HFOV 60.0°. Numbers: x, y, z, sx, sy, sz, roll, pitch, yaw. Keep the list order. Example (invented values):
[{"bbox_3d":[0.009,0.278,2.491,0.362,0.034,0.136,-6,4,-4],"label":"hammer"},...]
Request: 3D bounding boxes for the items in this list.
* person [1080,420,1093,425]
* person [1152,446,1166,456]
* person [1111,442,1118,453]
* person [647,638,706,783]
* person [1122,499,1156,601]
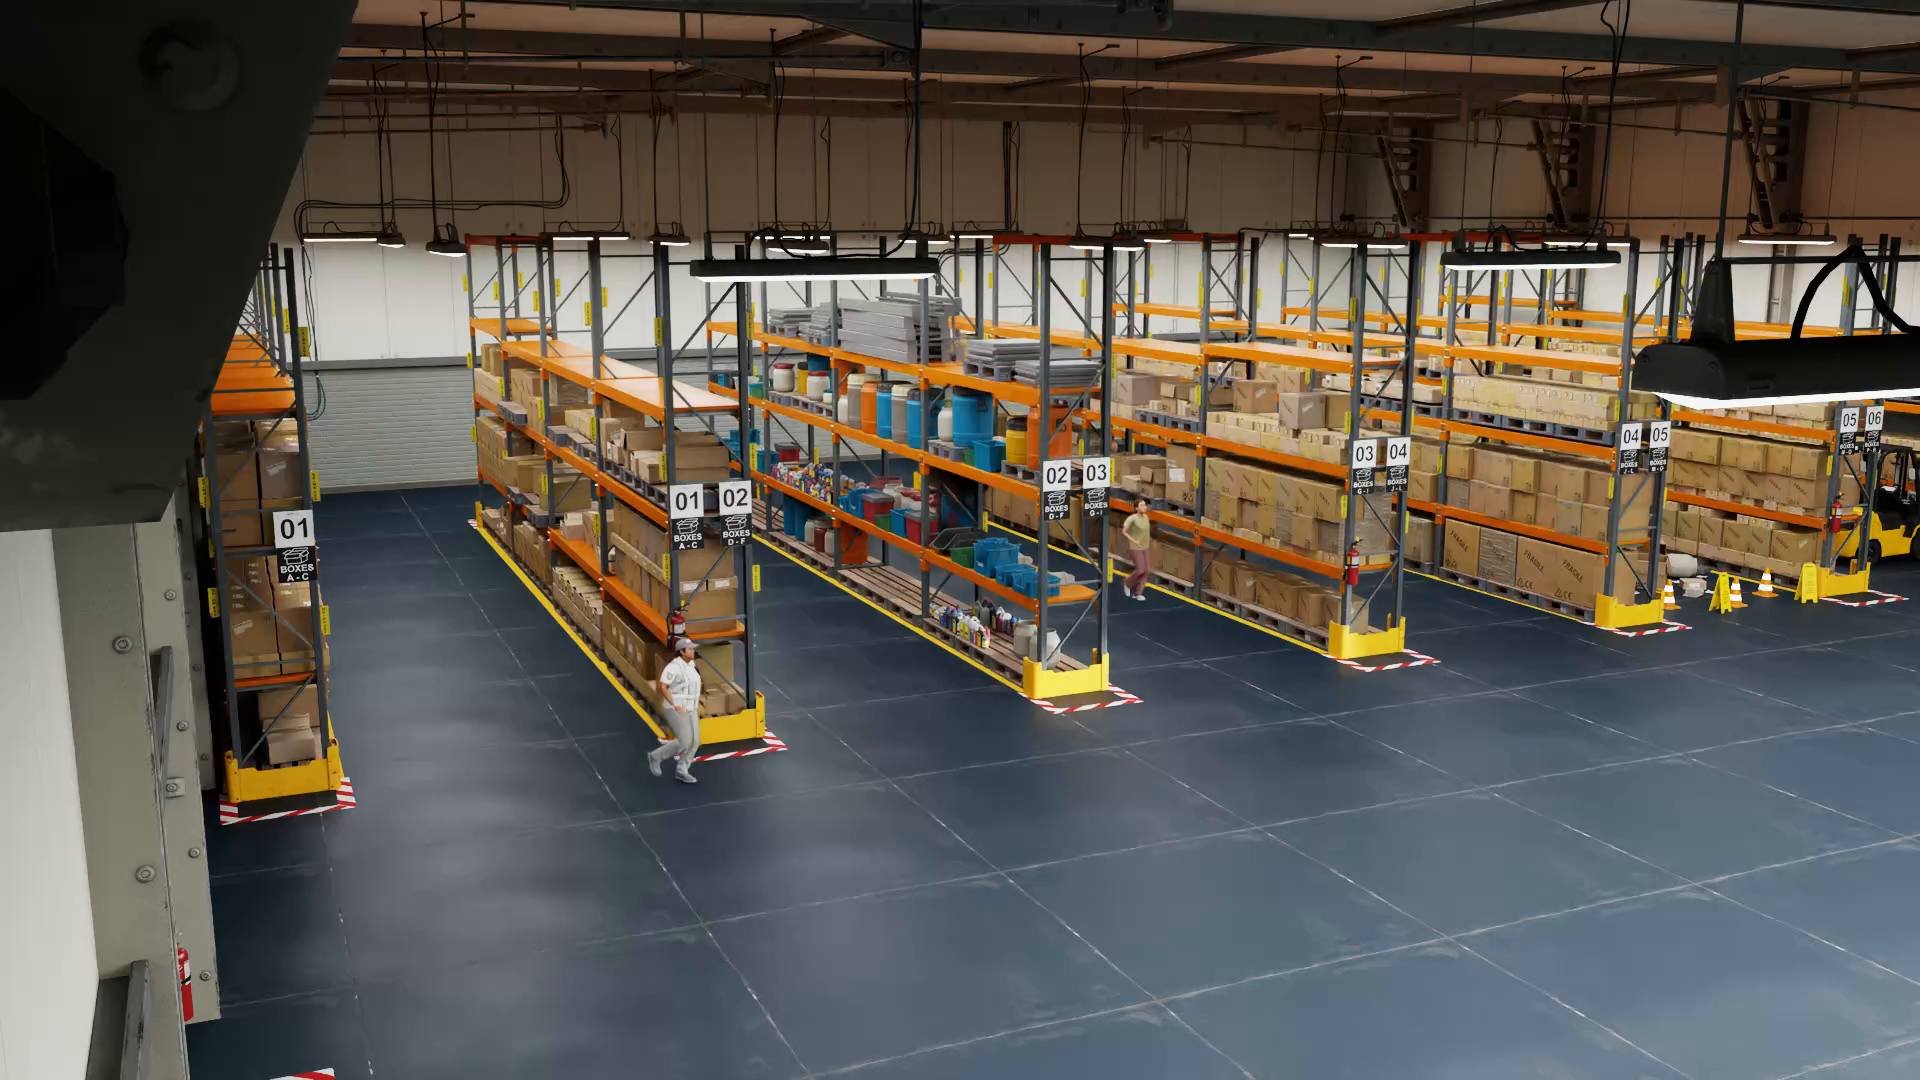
[{"bbox_3d":[3.044,-2.372,41.081,0.599,1.618,0.499,9,14,38],"label":"person"},{"bbox_3d":[5.033,-2.501,41.469,0.678,1.810,0.769,8,14,36],"label":"person"},{"bbox_3d":[3.249,-1.224,35.036,0.651,1.682,0.568,-7,13,-31],"label":"person"},{"bbox_3d":[-3.211,1.922,19.016,0.571,1.614,0.689,4,12,18],"label":"person"},{"bbox_3d":[2.855,0.140,26.584,0.566,1.635,0.504,-8,14,-36],"label":"person"}]
